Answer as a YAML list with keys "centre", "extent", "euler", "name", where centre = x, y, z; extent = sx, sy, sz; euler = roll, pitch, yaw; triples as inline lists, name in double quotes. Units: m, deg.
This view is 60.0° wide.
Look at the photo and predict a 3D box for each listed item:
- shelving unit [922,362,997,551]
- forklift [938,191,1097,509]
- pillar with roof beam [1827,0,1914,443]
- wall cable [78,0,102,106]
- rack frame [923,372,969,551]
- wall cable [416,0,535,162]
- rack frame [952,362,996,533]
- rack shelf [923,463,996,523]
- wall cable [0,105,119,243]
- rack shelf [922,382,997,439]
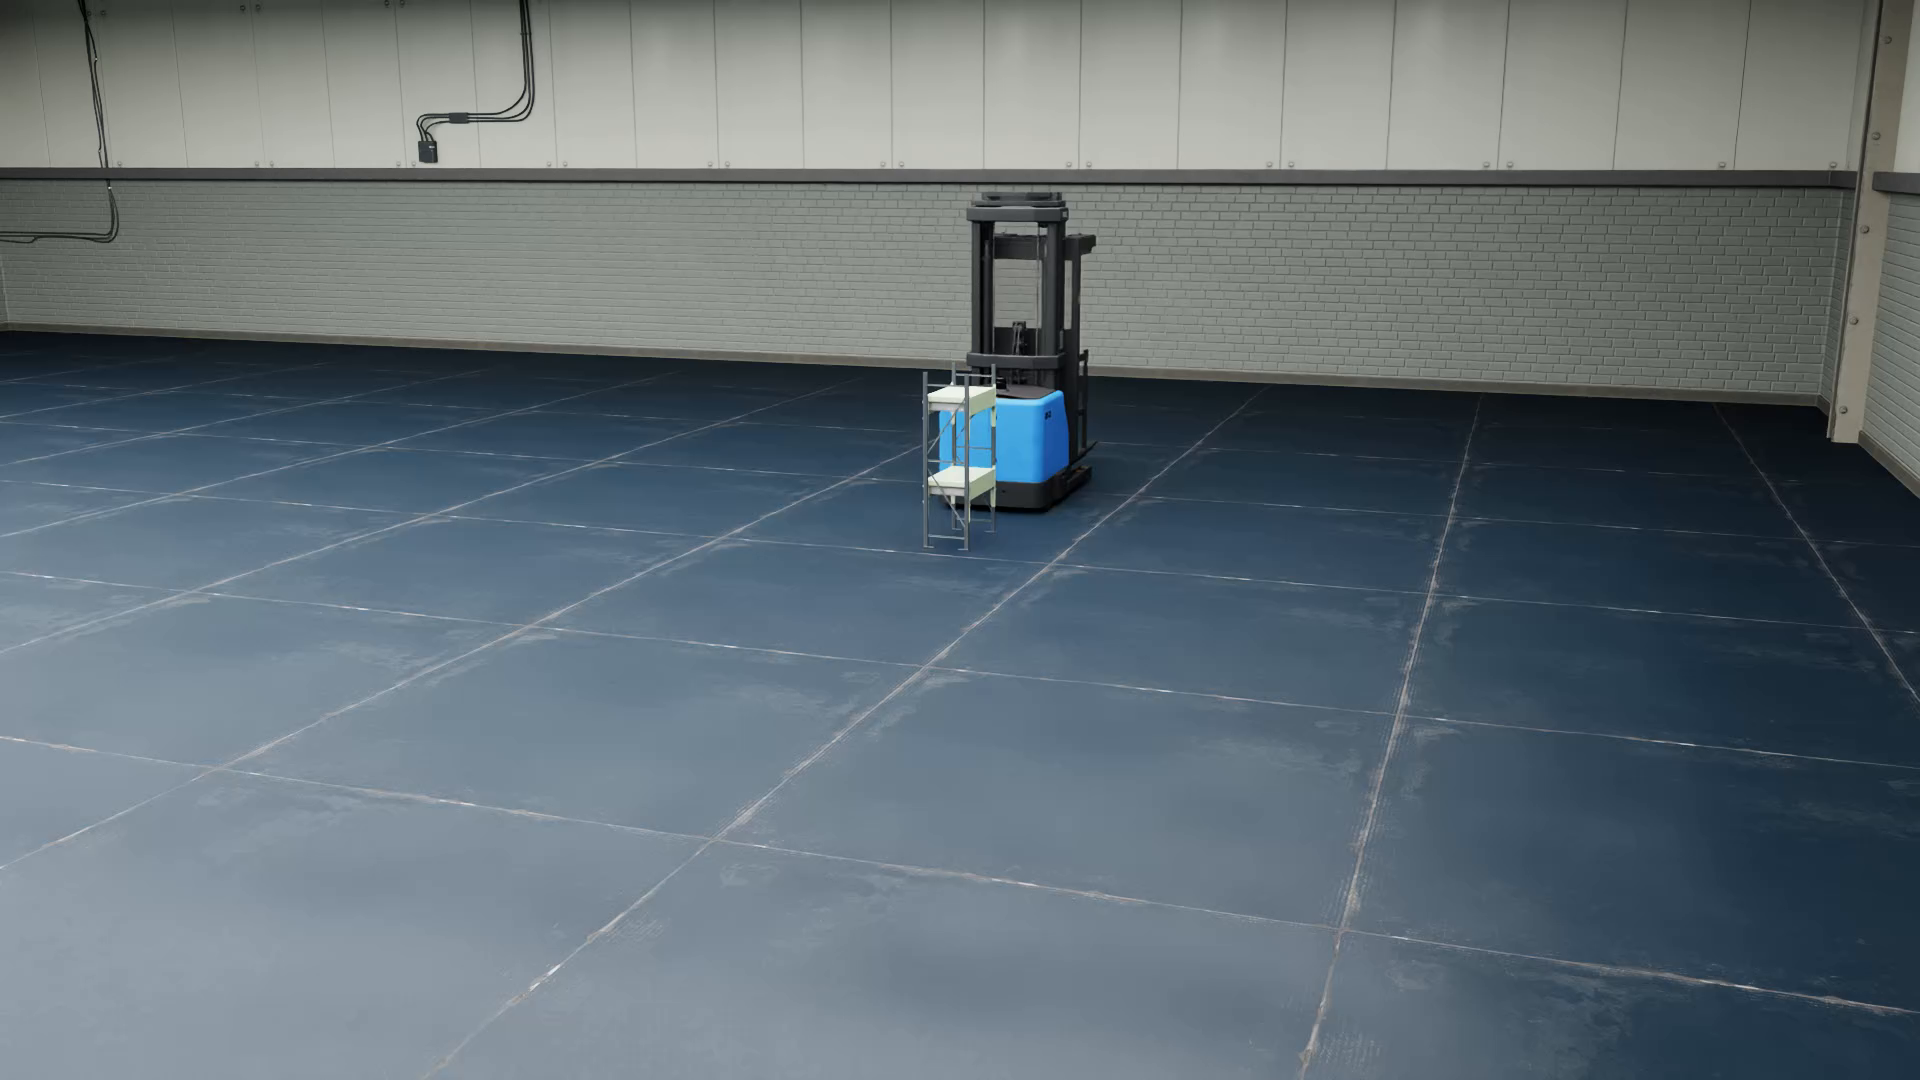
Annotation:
- centre: [0.002, -0.733, 14.327]
  extent: [0.431, 1.500, 0.755]
  euler: [4, 14, 18]
  name: "shelving unit"
- centre: [0.720, -2.002, 16.671]
  extent: [1.130, 2.935, 3.031]
  euler: [4, 13, 17]
  name: "forklift"
- centre: [6.378, -5.879, 20.023]
  extent: [9.100, 9.000, 0.400]
  euler: [4, 14, 18]
  name: "pillar with roof beam"
- centre: [-14.590, -9.116, 29.832]
  extent: [3.097, 2.526, 0.112]
  euler: [4, 14, 18]
  name: "wall cable"
- centre: [-0.116, -0.656, 13.990]
  extent: [0.400, 1.500, 0.023]
  euler: [4, 14, 18]
  name: "rack frame"
- centre: [-8.172, -9.333, 27.515]
  extent: [2.305, 6.003, 0.169]
  euler: [4, 14, 18]
  name: "wall cable"
- centre: [0.121, -0.810, 14.665]
  extent: [0.400, 1.500, 0.023]
  euler: [4, 14, 18]
  name: "rack frame"
- centre: [0.002, -0.415, 14.400]
  extent: [0.431, 0.370, 0.720]
  euler: [4, 14, 18]
  name: "rack shelf"
- centre: [-17.150, -6.848, 31.248]
  extent: [3.097, 2.526, 0.112]
  euler: [4, 14, 18]
  name: "wall cable"
- centre: [0.002, -1.113, 14.240]
  extent: [0.431, 0.370, 0.720]
  euler: [4, 14, 18]
  name: "rack shelf"
